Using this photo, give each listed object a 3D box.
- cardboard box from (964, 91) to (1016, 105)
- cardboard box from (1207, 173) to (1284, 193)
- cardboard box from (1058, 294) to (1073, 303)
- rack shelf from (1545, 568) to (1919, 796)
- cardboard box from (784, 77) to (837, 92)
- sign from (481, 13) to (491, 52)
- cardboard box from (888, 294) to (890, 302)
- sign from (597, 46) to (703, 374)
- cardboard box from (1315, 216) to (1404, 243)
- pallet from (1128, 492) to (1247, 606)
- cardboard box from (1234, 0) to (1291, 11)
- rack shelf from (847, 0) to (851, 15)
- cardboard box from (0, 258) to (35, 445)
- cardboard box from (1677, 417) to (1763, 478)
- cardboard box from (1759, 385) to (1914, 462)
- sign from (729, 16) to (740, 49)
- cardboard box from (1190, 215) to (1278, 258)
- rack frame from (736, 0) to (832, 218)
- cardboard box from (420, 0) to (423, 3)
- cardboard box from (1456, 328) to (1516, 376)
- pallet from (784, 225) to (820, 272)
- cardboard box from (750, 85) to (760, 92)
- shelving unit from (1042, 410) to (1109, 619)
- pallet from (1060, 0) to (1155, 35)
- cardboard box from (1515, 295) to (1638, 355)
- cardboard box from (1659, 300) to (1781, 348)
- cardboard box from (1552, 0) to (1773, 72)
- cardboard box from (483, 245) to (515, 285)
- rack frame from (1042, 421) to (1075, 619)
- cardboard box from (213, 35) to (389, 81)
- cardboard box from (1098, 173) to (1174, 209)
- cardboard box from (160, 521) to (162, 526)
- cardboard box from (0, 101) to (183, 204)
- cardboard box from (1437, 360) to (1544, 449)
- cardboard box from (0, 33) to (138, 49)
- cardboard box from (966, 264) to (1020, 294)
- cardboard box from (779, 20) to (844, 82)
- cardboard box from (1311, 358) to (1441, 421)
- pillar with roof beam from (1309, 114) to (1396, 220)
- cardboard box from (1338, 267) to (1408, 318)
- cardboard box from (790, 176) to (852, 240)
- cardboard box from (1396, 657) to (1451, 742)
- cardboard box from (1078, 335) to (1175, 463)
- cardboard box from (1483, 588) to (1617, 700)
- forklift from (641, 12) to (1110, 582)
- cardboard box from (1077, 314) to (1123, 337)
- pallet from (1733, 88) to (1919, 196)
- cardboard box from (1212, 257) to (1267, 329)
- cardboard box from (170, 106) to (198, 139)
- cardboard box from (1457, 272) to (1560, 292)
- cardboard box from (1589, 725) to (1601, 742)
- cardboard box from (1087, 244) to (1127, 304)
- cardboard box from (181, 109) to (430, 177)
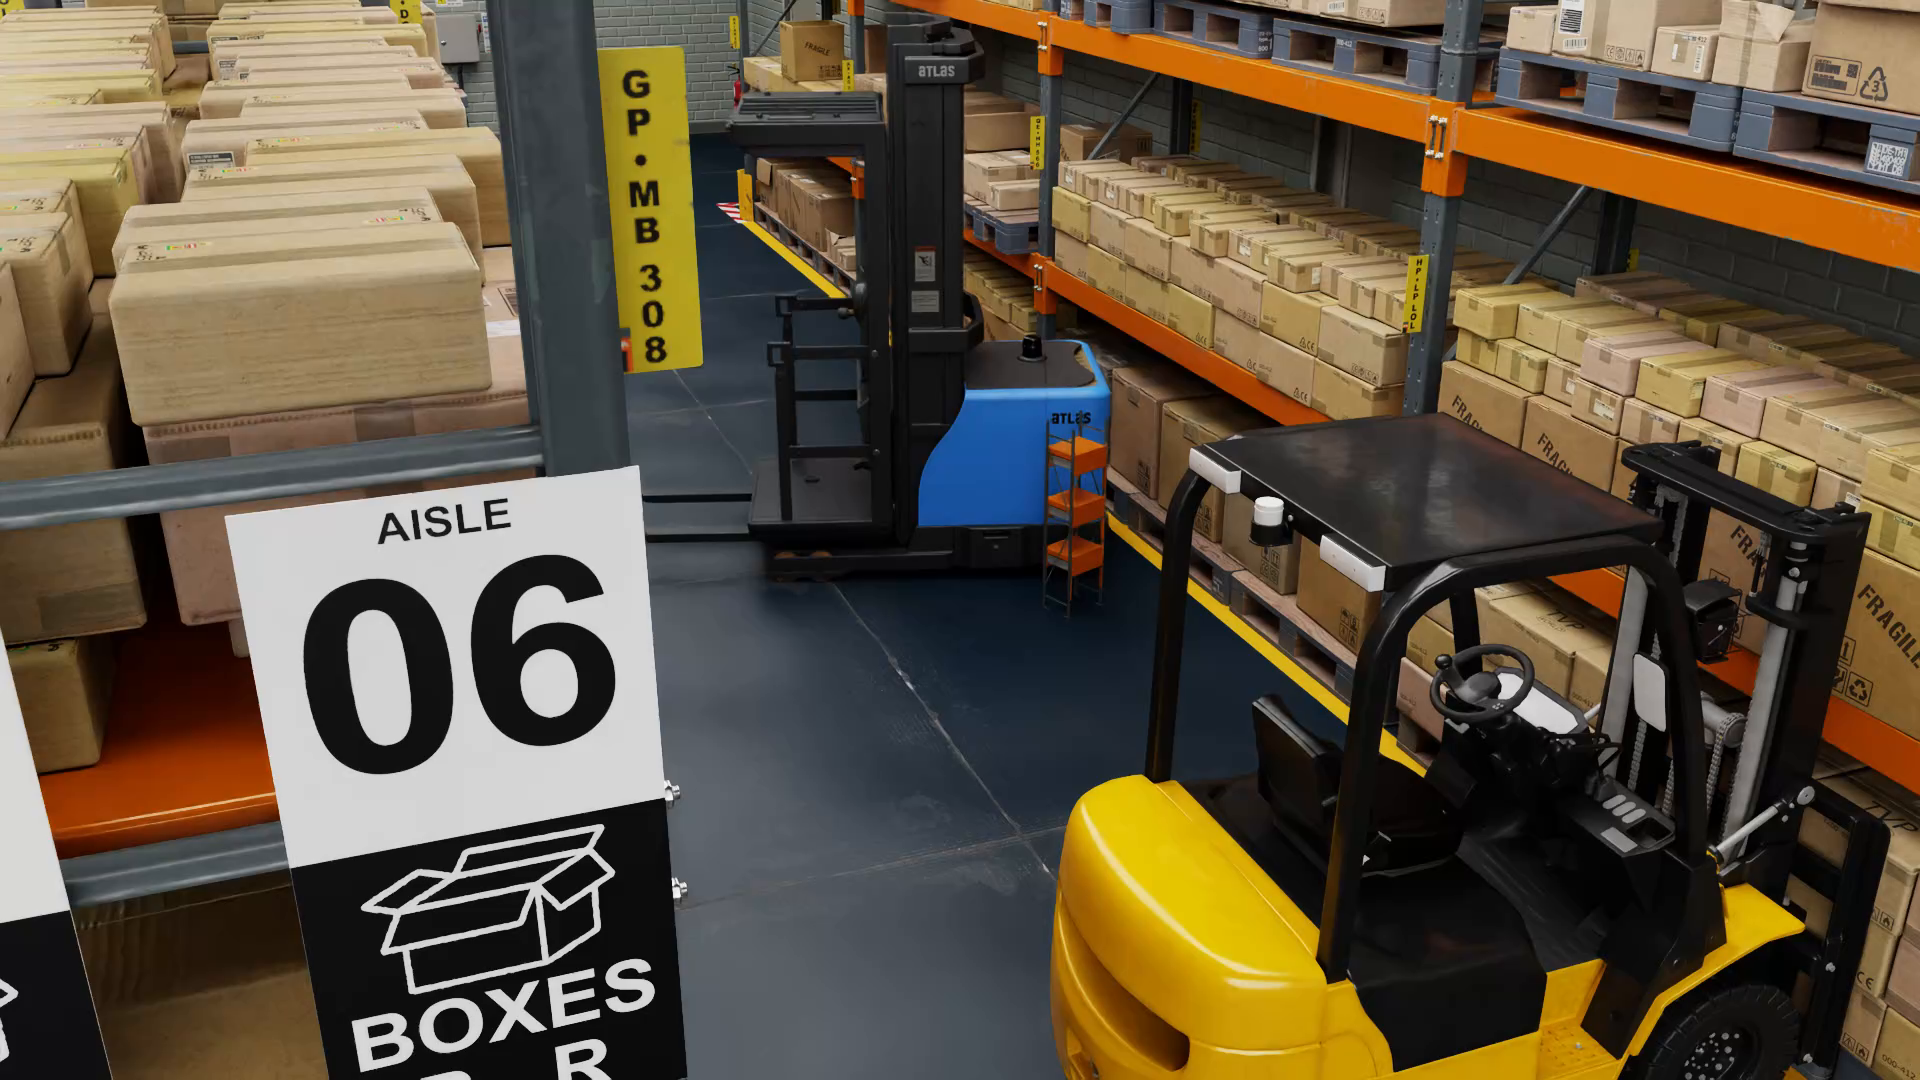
[{"bbox_3d":[-0.001,-3.071,12.504,0.700,0.500,0.500,-8,24,-19],"label":"cardboard box"},{"bbox_3d":[1.678,-2.050,9.788,0.380,0.149,0.250,-9,24,-20],"label":"cardboard box"},{"bbox_3d":[0.866,-1.810,12.025,0.380,0.149,0.250,-8,24,-18],"label":"cardboard box"},{"bbox_3d":[3.110,0.454,5.737,1.077,0.370,4.000,-8,24,-19],"label":"rack shelf"},{"bbox_3d":[-1.367,-4.281,15.854,0.500,0.250,0.500,-9,24,-20],"label":"cardboard box"},{"bbox_3d":[-6.086,-6.662,21.816,0.329,0.494,0.001,-8,24,-19],"label":"sign"},{"bbox_3d":[-0.463,-2.346,14.131,0.500,0.500,0.500,-7,24,-17],"label":"cardboard box"},{"bbox_3d":[-0.319,-0.328,1.678,0.100,0.325,0.005,-8,24,-19],"label":"sign"},{"bbox_3d":[2.079,-1.577,8.665,0.380,0.149,0.250,-9,24,-19],"label":"cardboard box"},{"bbox_3d":[1.672,-0.025,9.539,1.003,0.211,1.213,-8,24,-19],"label":"pallet"},{"bbox_3d":[1.648,-2.693,7.861,0.500,0.311,0.500,-9,25,-21],"label":"cardboard box"},{"bbox_3d":[-1.129,-5.288,15.499,1.077,0.370,4.000,-8,24,-19],"label":"rack shelf"},{"bbox_3d":[-1.222,-0.185,1.761,0.380,0.149,0.250,-8,24,-18],"label":"cardboard box"},{"bbox_3d":[2.695,-0.328,5.702,0.380,0.149,0.250,-9,25,-21],"label":"cardboard box"},{"bbox_3d":[2.872,-0.384,5.453,0.380,0.149,0.250,-8,24,-19],"label":"cardboard box"},{"bbox_3d":[-2.344,-5.289,17.321,0.100,0.325,0.005,-8,24,-19],"label":"sign"},{"bbox_3d":[1.430,-1.589,8.693,0.380,0.149,0.250,-9,24,-20],"label":"cardboard box"},{"bbox_3d":[-1.836,-4.964,17.666,1.000,3.000,0.127,-8,24,-19],"label":"rack frame"},{"bbox_3d":[-2.251,-1.880,6.138,0.500,0.250,0.500,-9,24,-20],"label":"cardboard box"},{"bbox_3d":[2.270,-0.797,6.815,0.380,0.149,0.250,-9,24,-20],"label":"cardboard box"},{"bbox_3d":[-1.099,-2.919,16.405,1.003,0.211,1.213,-8,24,-19],"label":"pallet"},{"bbox_3d":[-1.977,-4.691,17.342,0.380,0.149,0.250,-9,24,-19],"label":"cardboard box"},{"bbox_3d":[0.600,-0.129,8.705,0.252,1.050,0.215,-19,30,-38],"label":"shelving unit"},{"bbox_3d":[1.314,-3.118,9.668,1.213,0.211,1.003,-7,24,-17],"label":"pallet"},{"bbox_3d":[2.432,-0.849,6.556,0.380,0.149,0.250,-8,24,-18],"label":"cardboard box"},{"bbox_3d":[2.955,-0.820,6.487,0.380,0.149,0.250,-9,24,-19],"label":"cardboard box"},{"bbox_3d":[2.469,-1.849,5.858,0.500,0.311,0.500,-8,24,-18],"label":"cardboard box"},{"bbox_3d":[-0.923,-0.322,2.600,0.500,0.250,0.500,-9,24,-20],"label":"cardboard box"},{"bbox_3d":[0.510,-0.097,8.630,0.008,1.050,0.200,-19,30,-38],"label":"rack frame"},{"bbox_3d":[-1.540,-1.094,3.918,0.380,0.149,0.250,-9,24,-20],"label":"cardboard box"},{"bbox_3d":[1.037,-2.060,9.810,0.380,0.149,0.250,-8,24,-18],"label":"cardboard box"},{"bbox_3d":[-1.422,-0.114,2.621,0.380,0.149,0.250,-8,24,-19],"label":"cardboard box"},{"bbox_3d":[-1.573,-0.662,2.892,0.380,0.149,0.250,-9,24,-21],"label":"cardboard box"},{"bbox_3d":[2.316,-0.453,6.834,0.500,0.500,0.500,-9,24,-20],"label":"cardboard box"},{"bbox_3d":[-2.161,-1.110,3.955,0.380,0.149,0.250,-9,24,-19],"label":"cardboard box"},{"bbox_3d":[0.262,-1.932,12.314,0.380,0.149,0.250,-9,24,-20],"label":"cardboard box"},{"bbox_3d":[-1.398,-4.631,15.720,0.500,0.500,0.500,-8,24,-18],"label":"cardboard box"},{"bbox_3d":[1.980,-0.682,7.700,0.500,0.250,0.500,-8,24,-18],"label":"cardboard box"},{"bbox_3d":[-1.734,-3.881,7.372,9.100,9.000,0.400,-8,24,-19],"label":"pillar with roof beam"},{"bbox_3d":[1.967,-1.134,7.615,0.380,0.149,0.250,-9,24,-20],"label":"cardboard box"},{"bbox_3d":[-1.350,-3.249,16.274,0.500,0.500,0.500,-8,24,-18],"label":"cardboard box"},{"bbox_3d":[2.264,0.691,7.249,0.500,0.250,0.500,-8,24,-18],"label":"cardboard box"},{"bbox_3d":[1.198,-0.928,10.607,0.875,0.625,0.625,-8,24,-17],"label":"cardboard box"},{"bbox_3d":[2.452,0.415,6.616,0.500,0.250,0.500,-8,24,-19],"label":"cardboard box"},{"bbox_3d":[-0.711,-1.328,9.127,3.031,2.935,1.130,-1,23,-3],"label":"forklift"},{"bbox_3d":[1.103,-1.291,11.628,0.500,0.500,0.500,-7,24,-17],"label":"cardboard box"},{"bbox_3d":[3.156,-1.197,4.979,1.003,0.211,1.213,-8,24,-19],"label":"pallet"},{"bbox_3d":[1.627,-1.281,8.477,0.500,0.250,0.500,-8,24,-18],"label":"cardboard box"},{"bbox_3d":[-1.984,-0.805,3.745,0.500,0.250,0.500,-8,24,-19],"label":"cardboard box"},{"bbox_3d":[2.480,-1.106,7.548,0.380,0.149,0.250,-9,24,-20],"label":"cardboard box"},{"bbox_3d":[2.632,0.824,6.288,0.500,0.250,0.500,-9,24,-19],"label":"cardboard box"},{"bbox_3d":[1.091,-1.610,9.901,0.500,0.250,0.500,-9,24,-20],"label":"cardboard box"},{"bbox_3d":[-1.091,-0.626,2.808,0.380,0.149,0.250,-8,24,-19],"label":"cardboard box"}]
